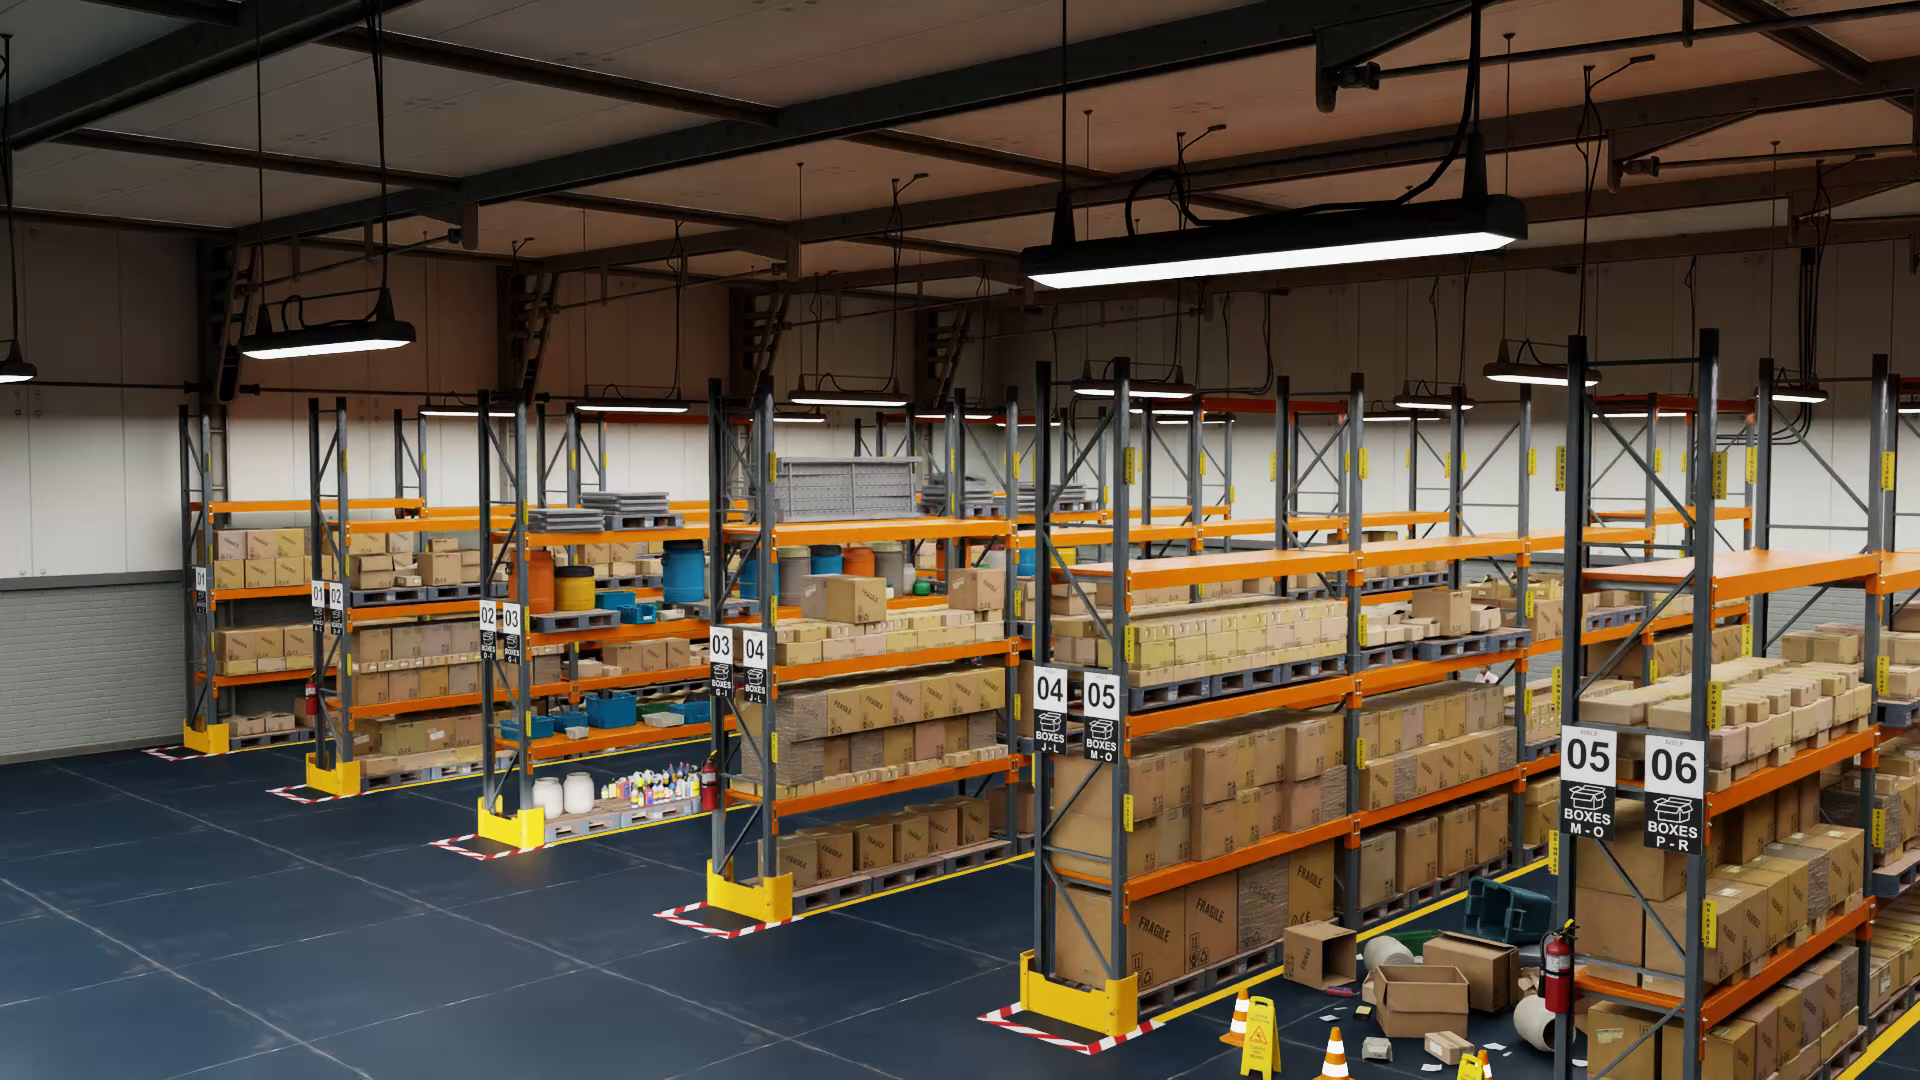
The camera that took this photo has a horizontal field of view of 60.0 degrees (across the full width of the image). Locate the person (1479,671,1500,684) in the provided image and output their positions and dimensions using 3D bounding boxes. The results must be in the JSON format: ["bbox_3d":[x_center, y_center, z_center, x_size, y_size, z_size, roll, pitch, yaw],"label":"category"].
[{"bbox_3d":[9.000,2.545,28.432,0.235,0.606,0.547,-2,4,-35],"label":"person"}]
